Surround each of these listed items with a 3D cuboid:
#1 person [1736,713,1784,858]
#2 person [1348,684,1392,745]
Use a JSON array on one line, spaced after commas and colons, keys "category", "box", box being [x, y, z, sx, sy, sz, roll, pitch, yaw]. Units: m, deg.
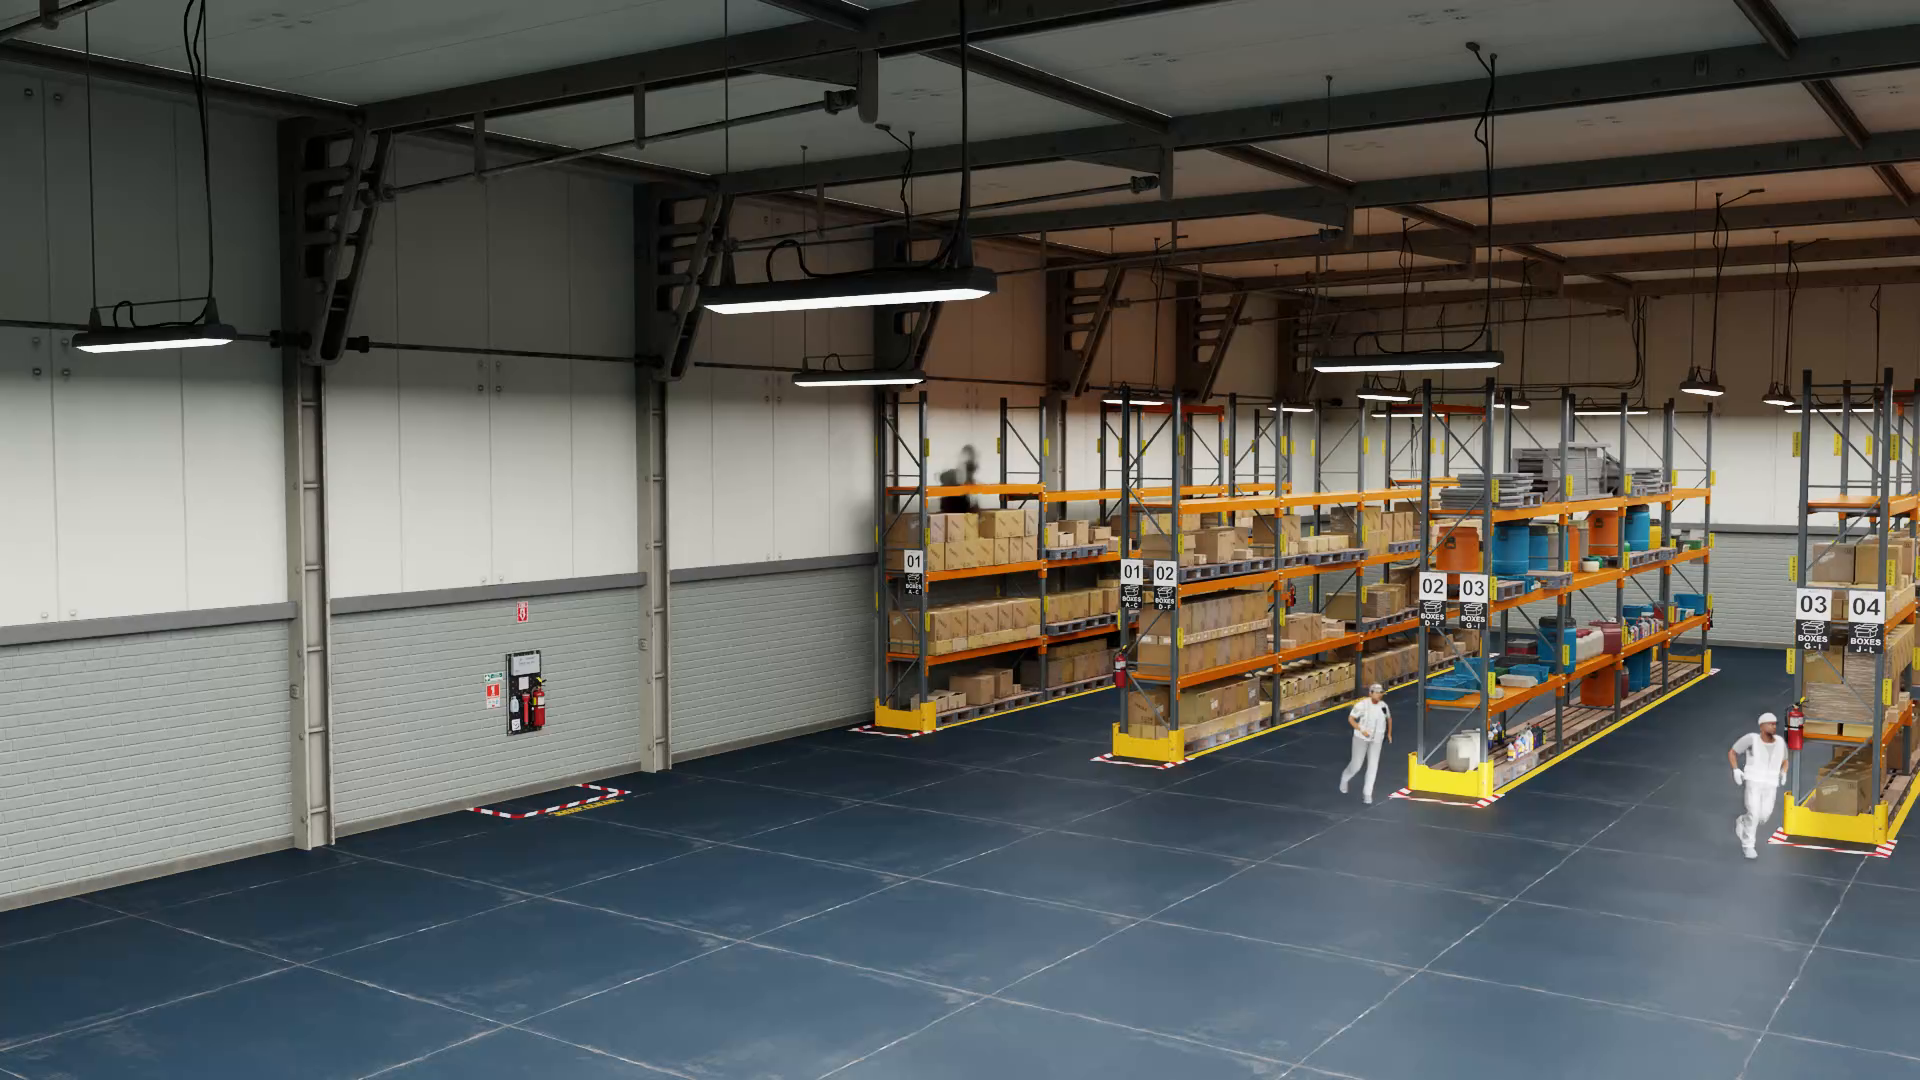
[{"category": "person", "box": [9.907, 3.007, 20.605, 0.545, 1.734, 0.767, 0, 3, 1]}, {"category": "person", "box": [5.869, 2.484, 23.644, 0.668, 0.860, 0.419, 0, 3, -6]}]
